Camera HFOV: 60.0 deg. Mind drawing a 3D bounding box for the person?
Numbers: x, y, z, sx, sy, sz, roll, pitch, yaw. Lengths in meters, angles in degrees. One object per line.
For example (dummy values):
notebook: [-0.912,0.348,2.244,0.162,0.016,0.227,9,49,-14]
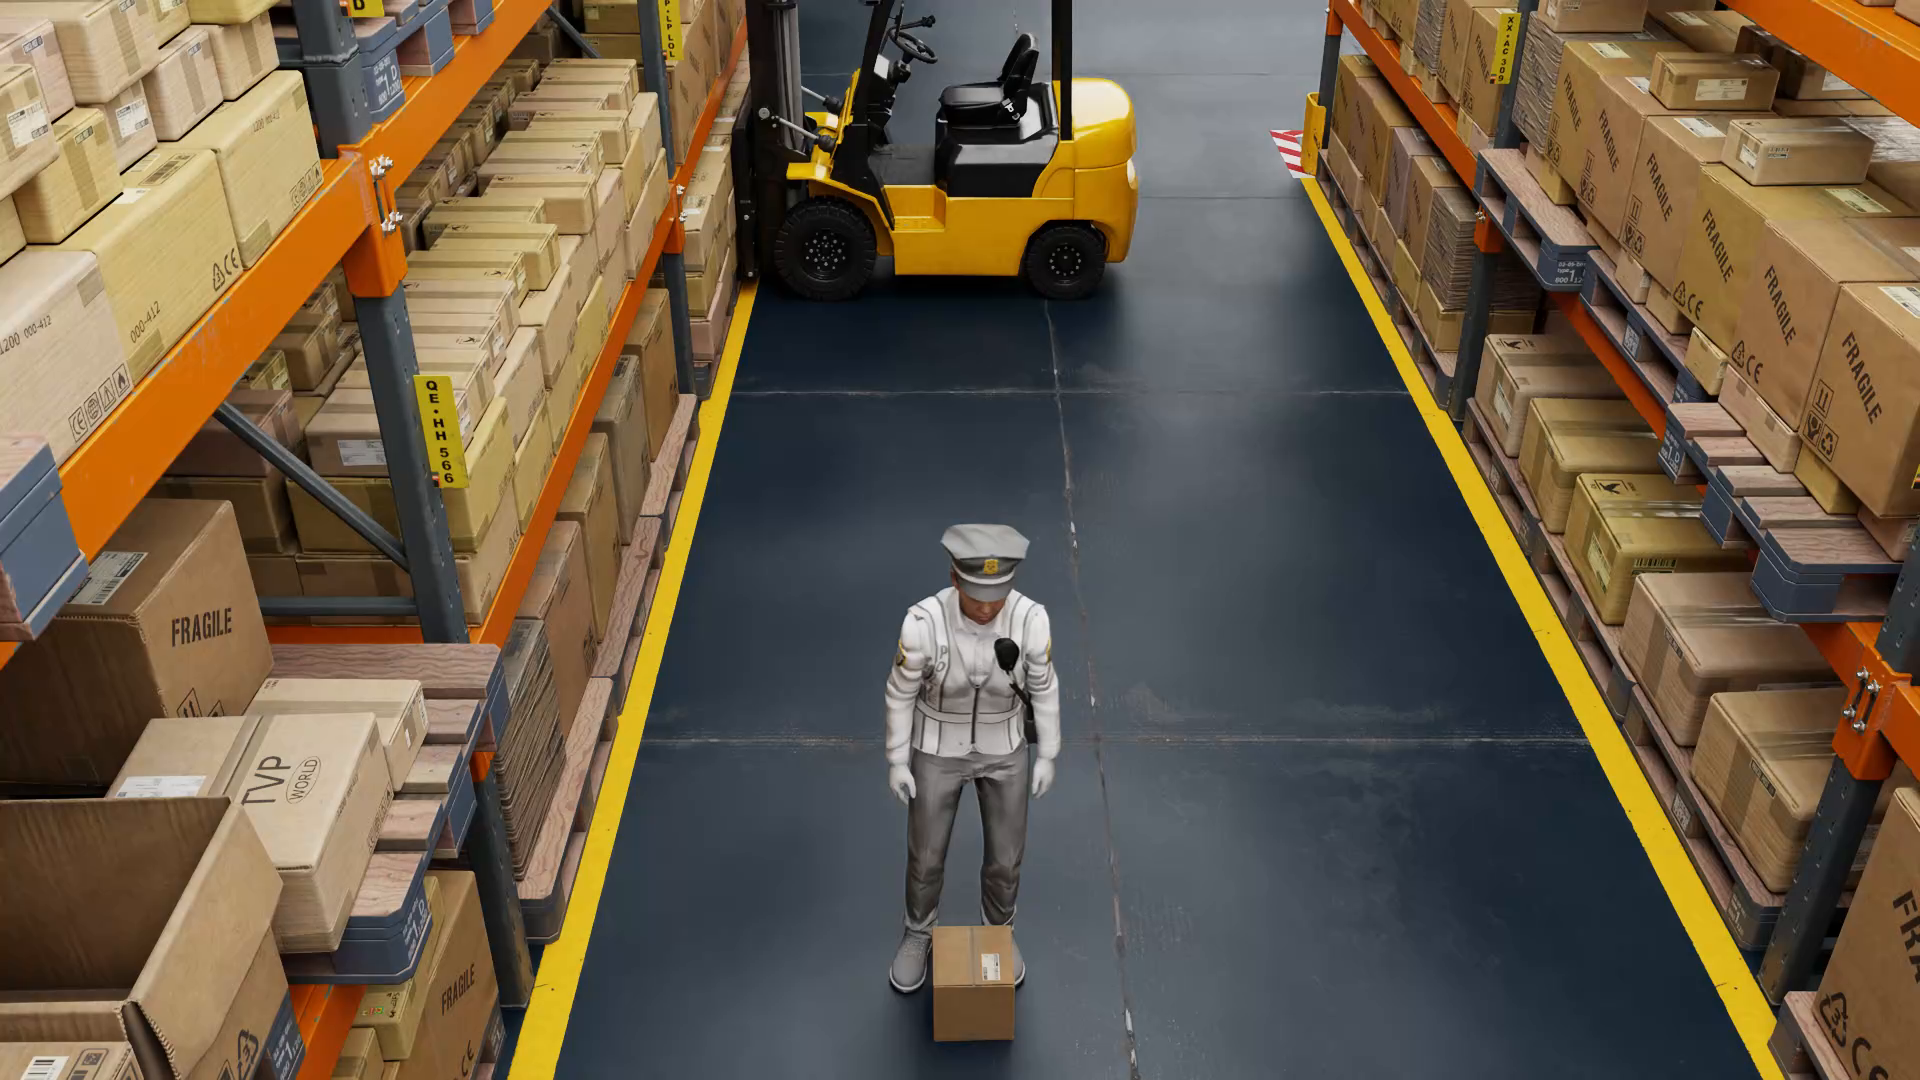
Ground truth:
person: [0.036,0.663,5.059,0.542,1.662,0.375,-2,32,-3]
